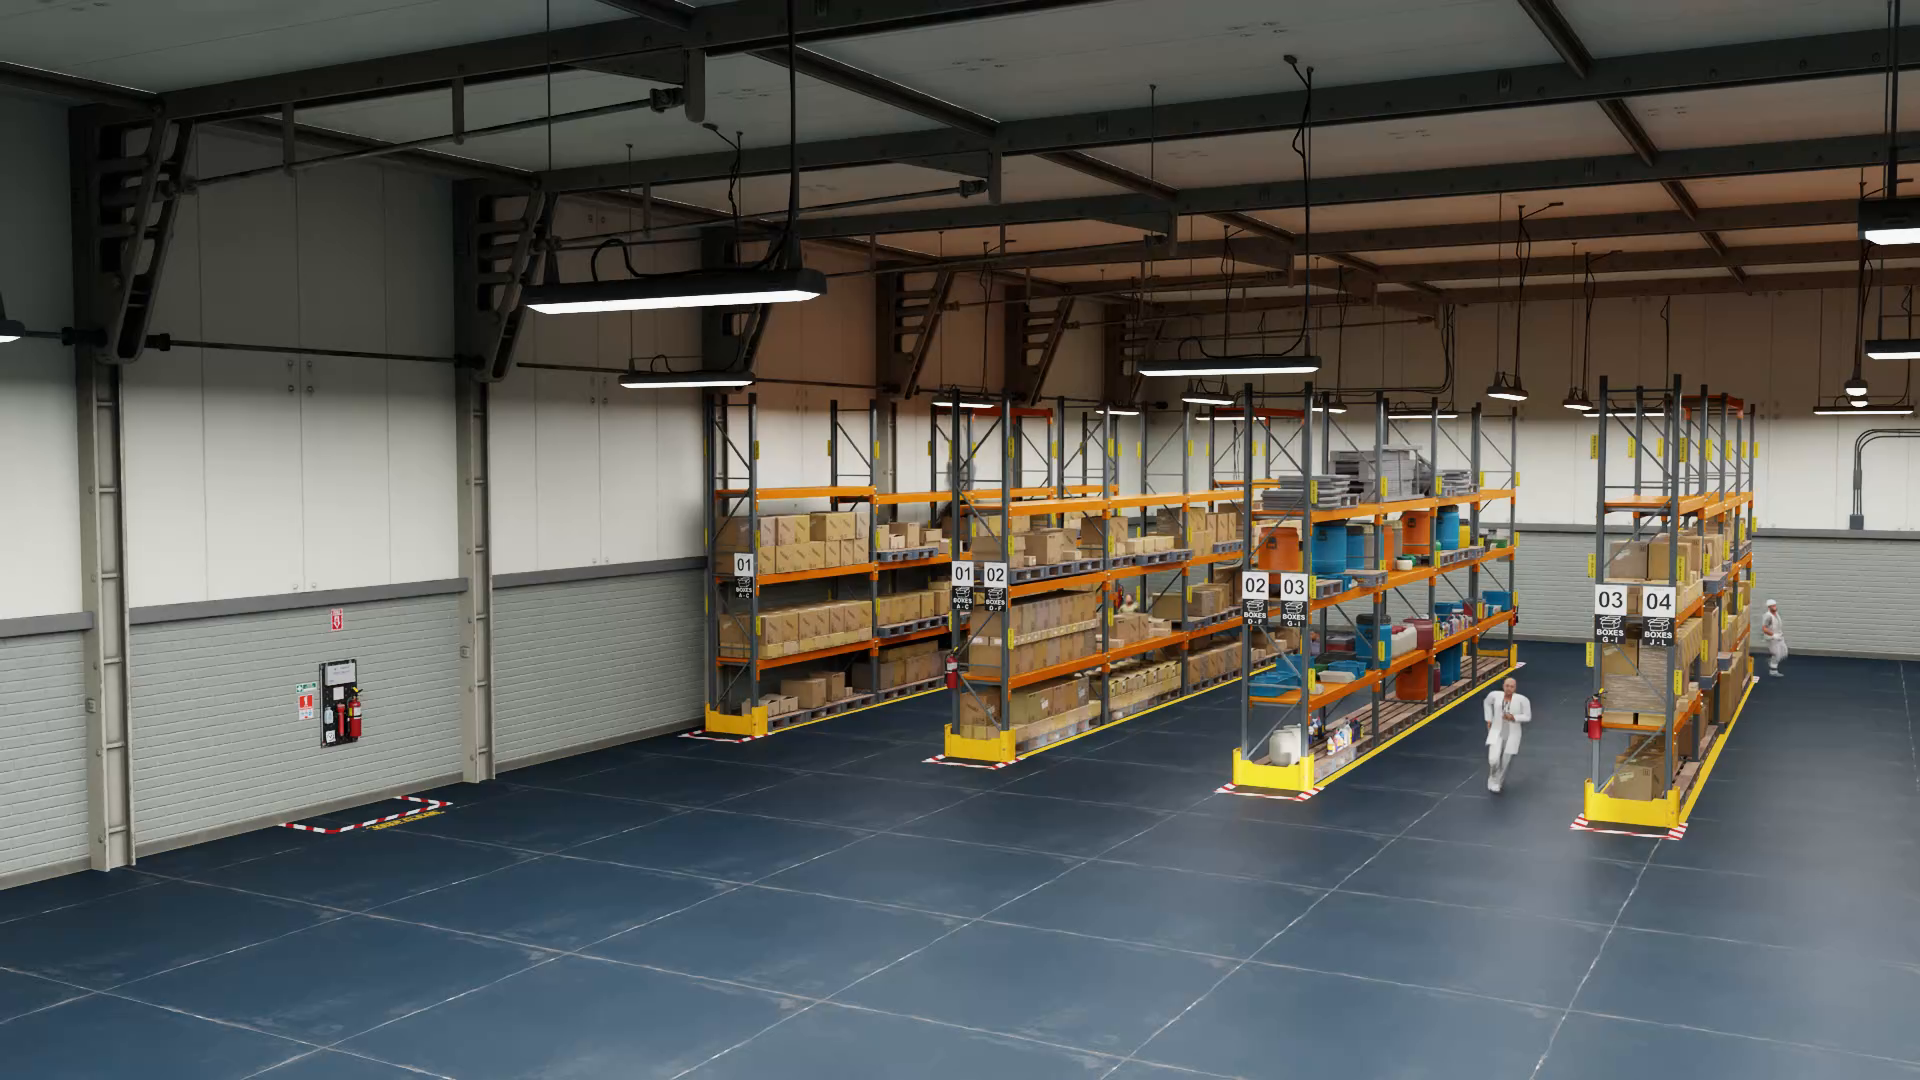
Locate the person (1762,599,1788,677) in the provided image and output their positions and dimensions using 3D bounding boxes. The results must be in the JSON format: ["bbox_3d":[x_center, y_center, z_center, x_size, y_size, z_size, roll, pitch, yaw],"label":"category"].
[{"bbox_3d":[17.876,2.164,36.545,0.703,1.731,0.560,-2,4,-31],"label":"person"}]

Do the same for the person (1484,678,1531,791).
[{"bbox_3d":[7.941,2.832,24.161,0.667,1.701,0.732,1,3,20],"label":"person"}]

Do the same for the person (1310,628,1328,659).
[{"bbox_3d":[7.069,2.486,32.602,0.647,1.612,0.971,2,4,33],"label":"person"}]

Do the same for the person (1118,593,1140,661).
[{"bbox_3d":[3.989,2.070,39.170,0.588,1.628,0.758,1,3,22],"label":"person"}]
